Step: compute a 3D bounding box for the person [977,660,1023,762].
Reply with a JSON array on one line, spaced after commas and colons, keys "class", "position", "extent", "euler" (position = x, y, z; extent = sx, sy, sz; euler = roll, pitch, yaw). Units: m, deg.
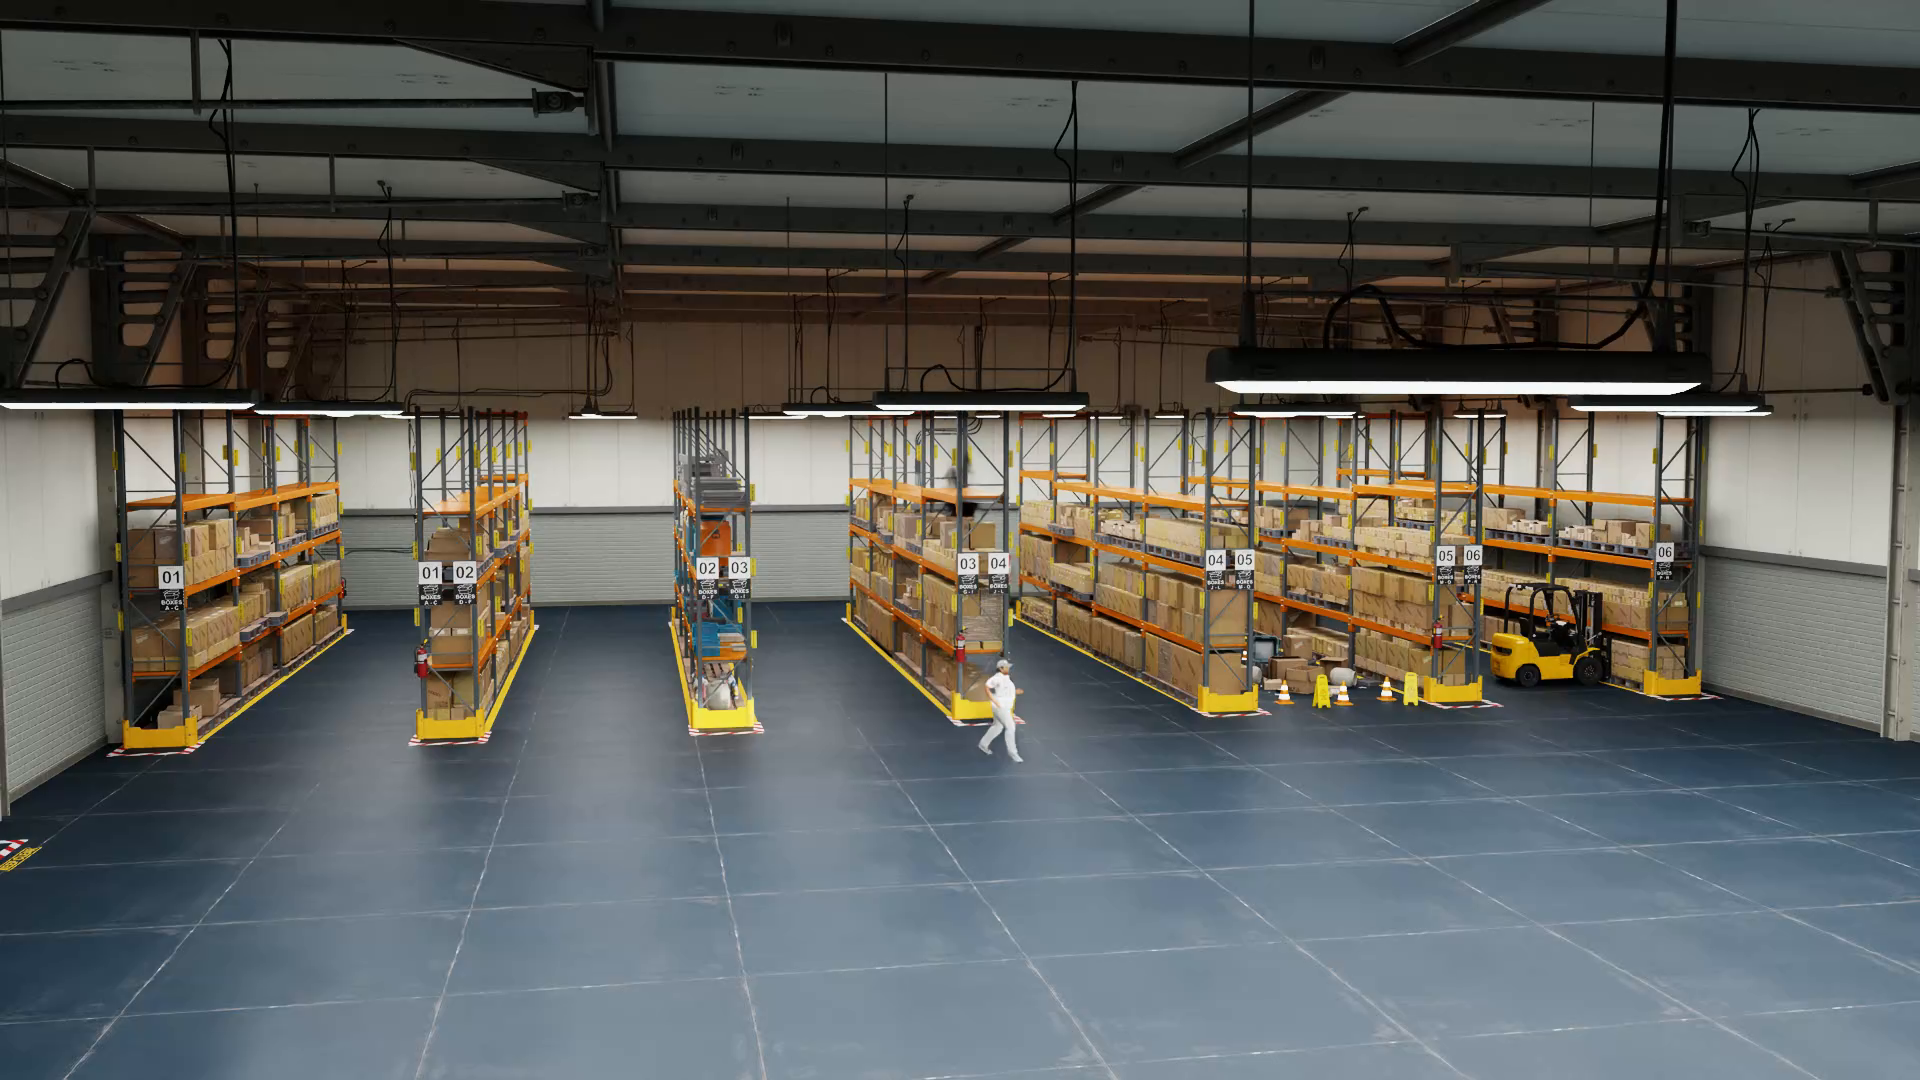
[{"class": "person", "position": [0.687, 2.887, 28.243], "extent": [0.826, 1.721, 0.593], "euler": [1, 4, 14]}]

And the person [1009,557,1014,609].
[{"class": "person", "position": [1.338, 1.320, 49.487], "extent": [0.838, 1.804, 0.676], "euler": [-3, 5, -34]}]
